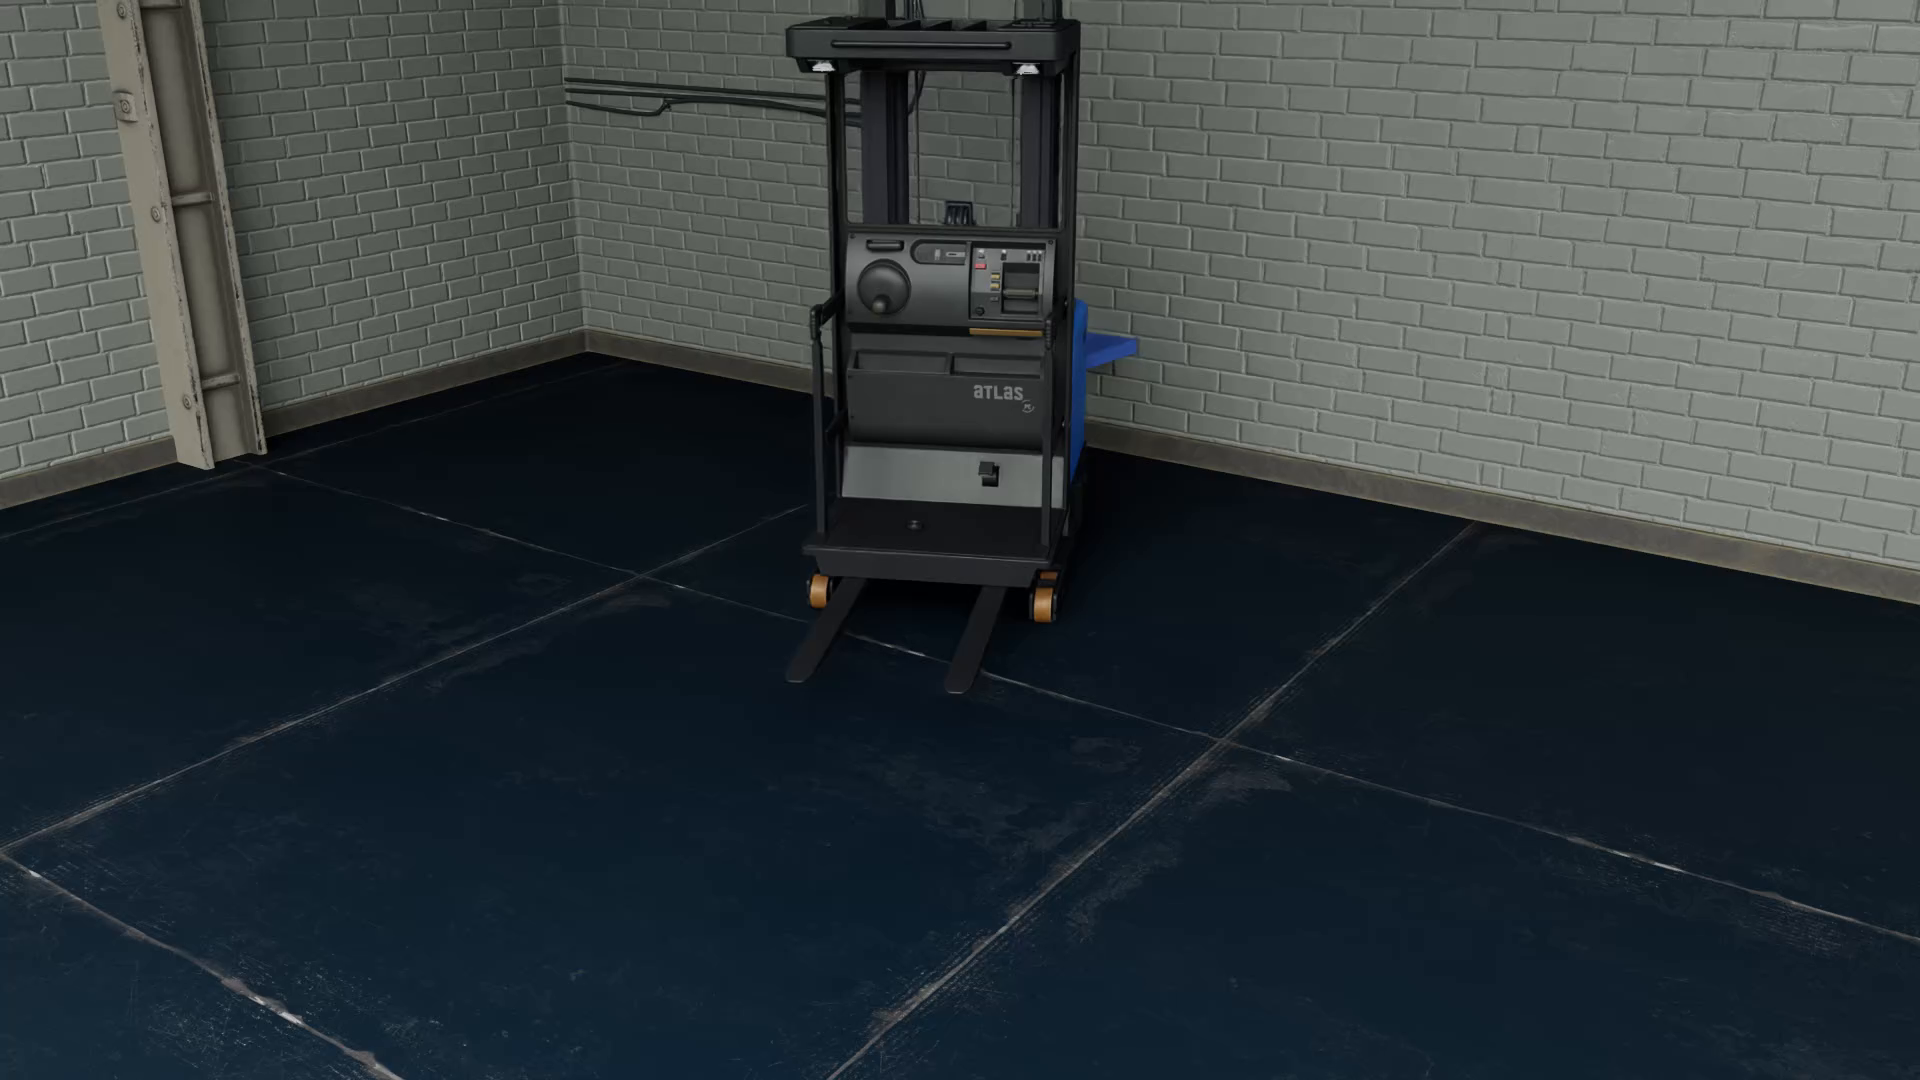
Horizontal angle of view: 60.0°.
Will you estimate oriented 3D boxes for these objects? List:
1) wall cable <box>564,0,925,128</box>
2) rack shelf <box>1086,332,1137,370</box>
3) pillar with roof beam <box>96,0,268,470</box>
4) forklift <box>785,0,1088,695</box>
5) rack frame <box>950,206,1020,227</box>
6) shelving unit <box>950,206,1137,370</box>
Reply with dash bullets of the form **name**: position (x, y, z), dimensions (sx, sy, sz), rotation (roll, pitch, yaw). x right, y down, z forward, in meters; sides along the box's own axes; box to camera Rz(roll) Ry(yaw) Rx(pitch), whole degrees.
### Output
- **wall cable**: position (-1.494, -3.831, 10.127), dimensions (3.097, 2.526, 0.112), rotation (13, 24, 32)
- **rack shelf**: position (0.499, -0.985, 9.249), dimensions (0.538, 0.185, 1.000), rotation (17, 28, 39)
- **pillar with roof beam**: position (-0.683, -3.860, 5.730), dimensions (9.100, 9.000, 0.400), rotation (13, 24, 32)
- **forklift**: position (-0.077, -1.140, 7.122), dimensions (1.130, 2.935, 3.031), rotation (3, 21, 9)
- **rack frame**: position (0.156, -1.010, 8.834), dimensions (0.500, 1.500, 0.032), rotation (17, 28, 39)
- **shelving unit**: position (0.496, -1.153, 9.185), dimensions (0.538, 1.500, 1.048), rotation (17, 28, 39)
